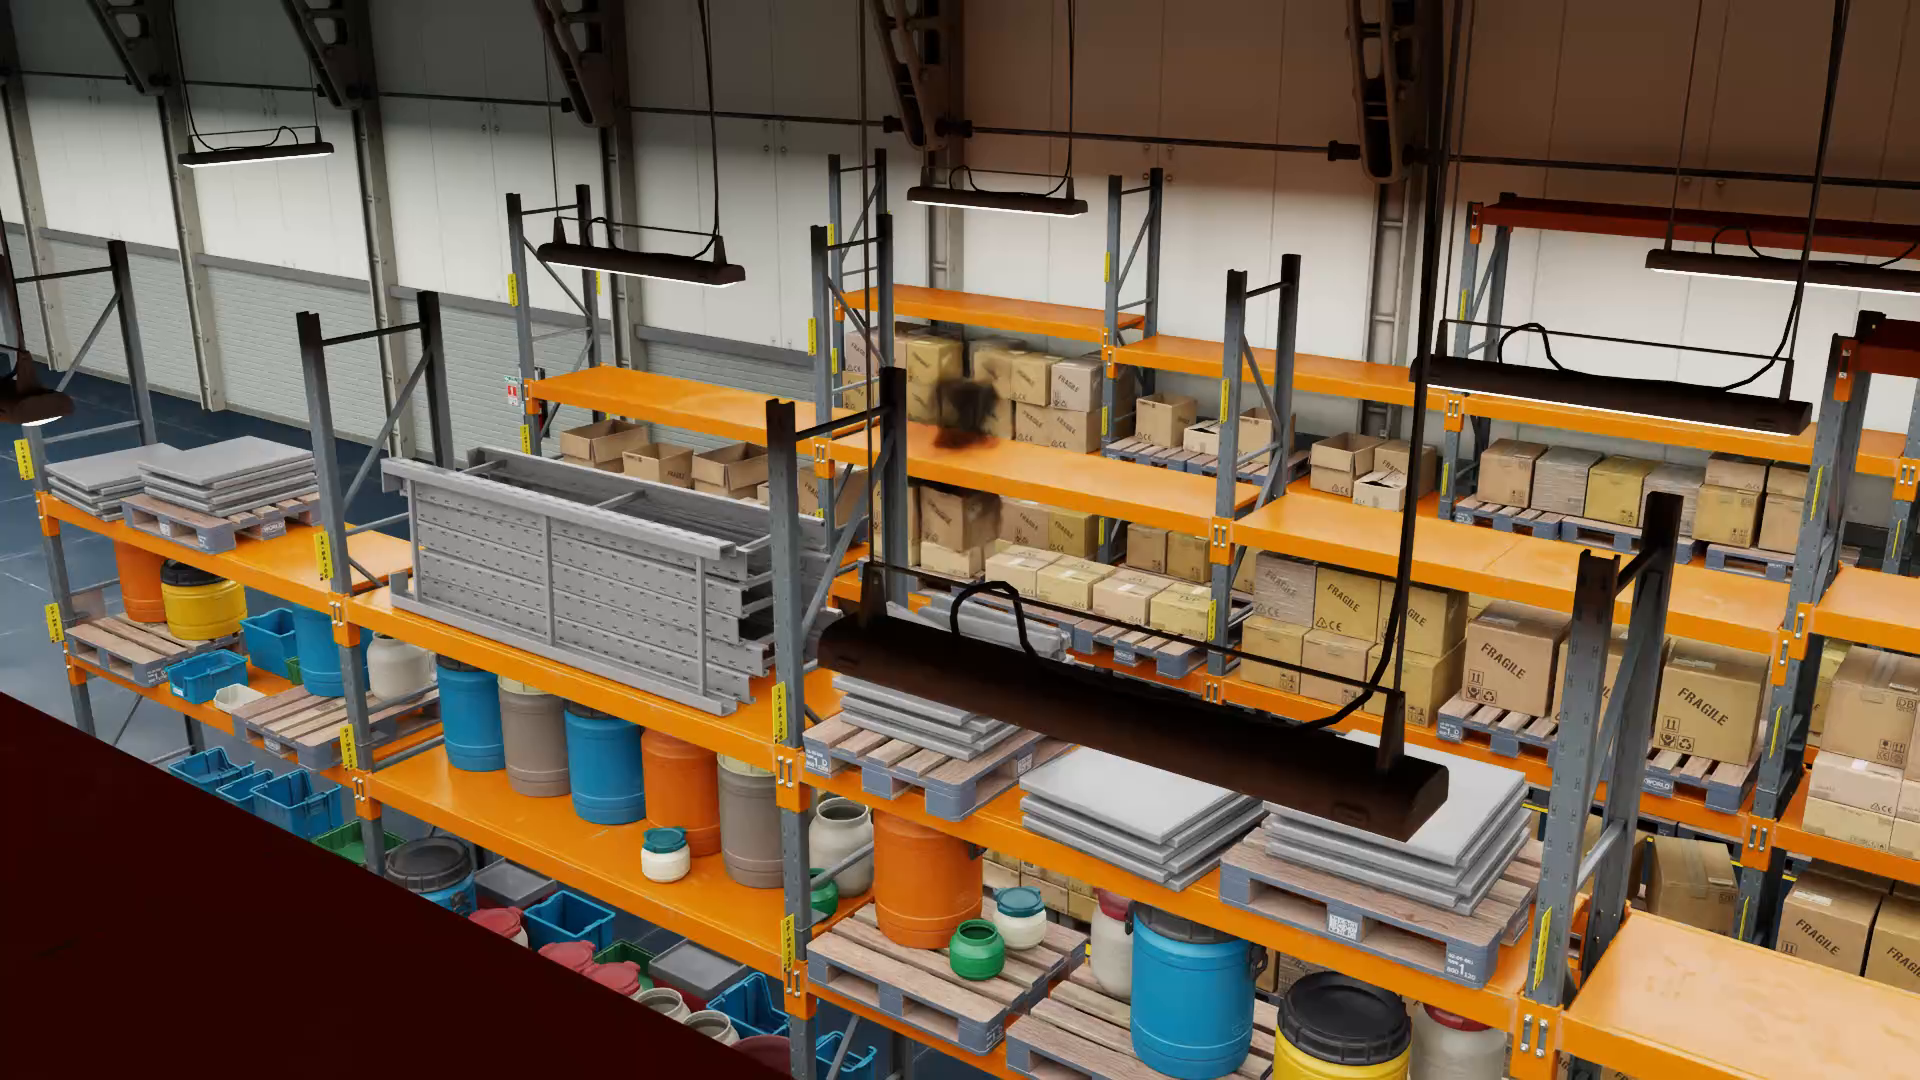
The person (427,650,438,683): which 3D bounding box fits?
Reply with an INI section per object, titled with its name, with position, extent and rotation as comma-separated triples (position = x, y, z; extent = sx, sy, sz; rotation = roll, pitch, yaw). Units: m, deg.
[person]
position = -5.881, 1.047, 19.174
extent = 0.884, 1.805, 0.670
rotation = -7, 20, -21
